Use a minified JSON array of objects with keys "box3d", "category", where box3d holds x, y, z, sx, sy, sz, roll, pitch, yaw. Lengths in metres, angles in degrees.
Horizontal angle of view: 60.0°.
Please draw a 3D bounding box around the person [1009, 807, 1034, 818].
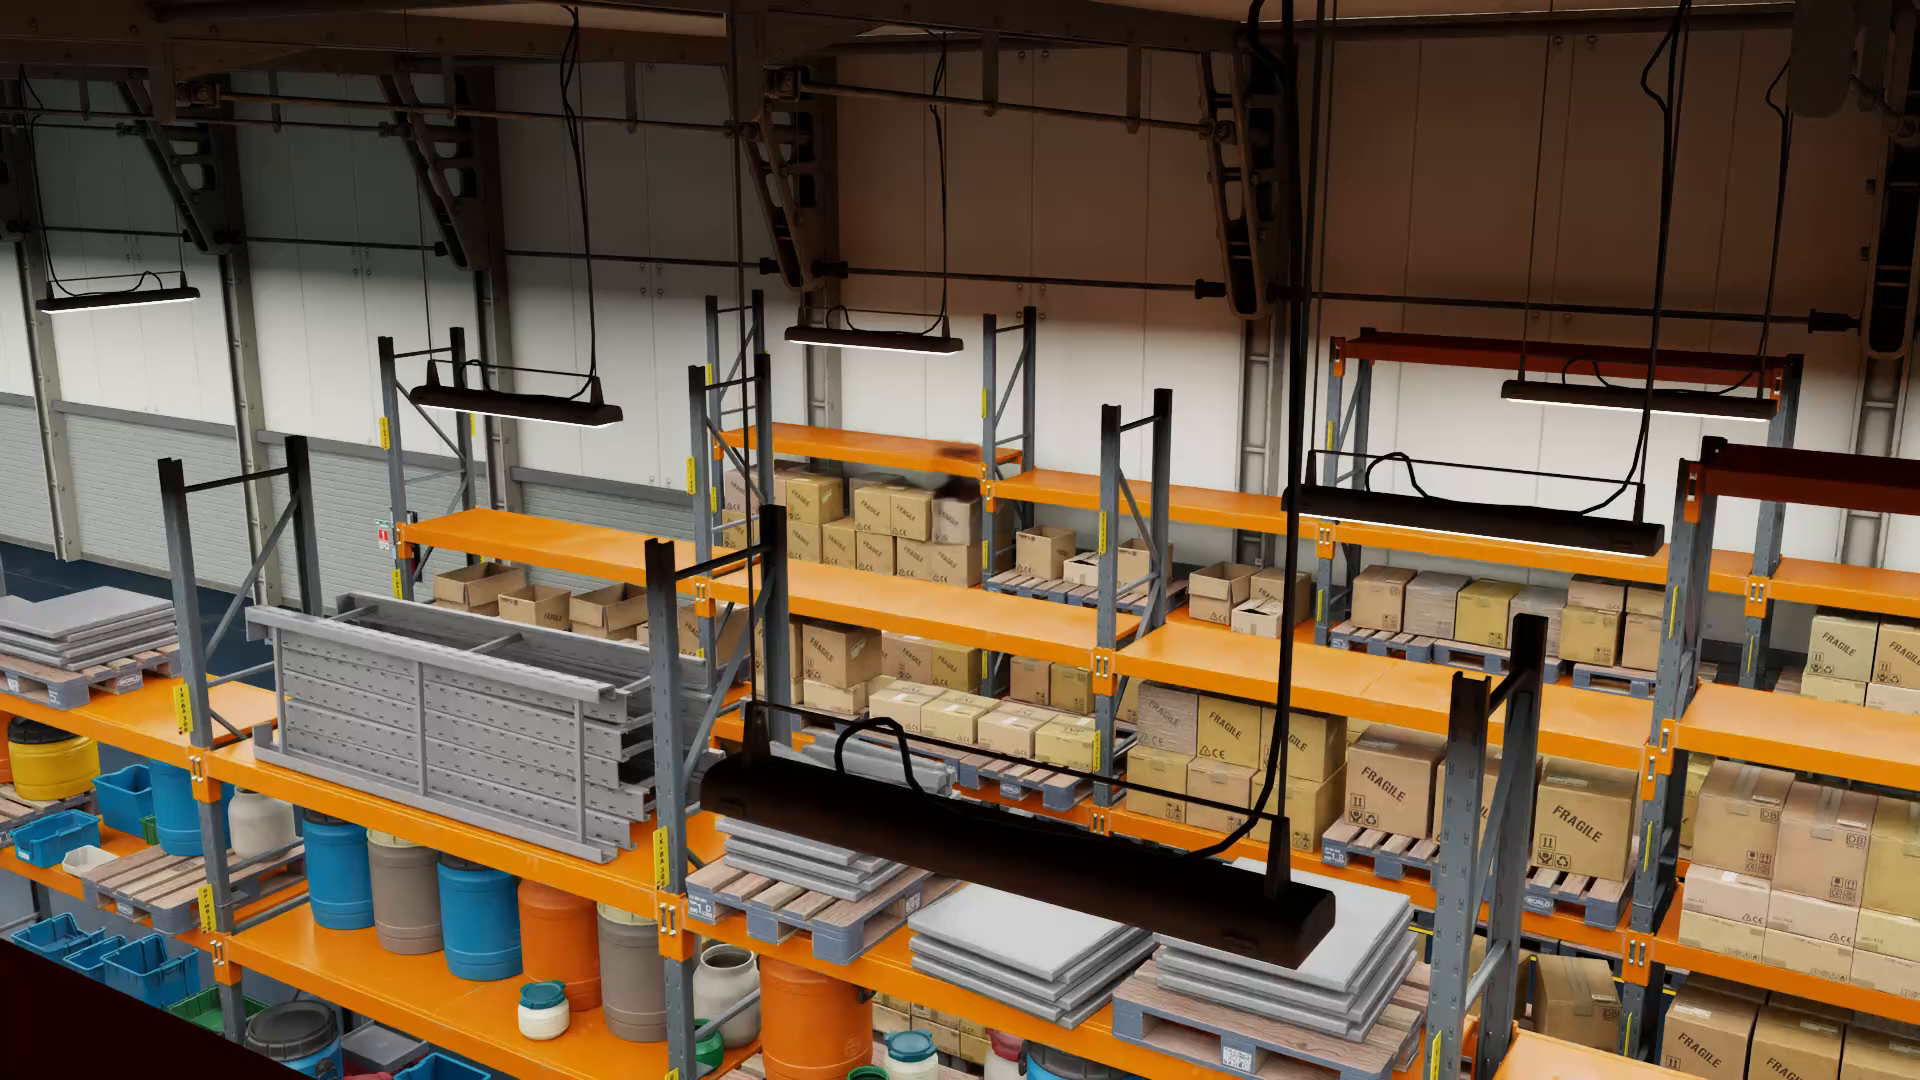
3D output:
[{"box3d":[0.601,3.329,16.274,0.507,1.683,0.577,6,15,22],"category":"person"}]
